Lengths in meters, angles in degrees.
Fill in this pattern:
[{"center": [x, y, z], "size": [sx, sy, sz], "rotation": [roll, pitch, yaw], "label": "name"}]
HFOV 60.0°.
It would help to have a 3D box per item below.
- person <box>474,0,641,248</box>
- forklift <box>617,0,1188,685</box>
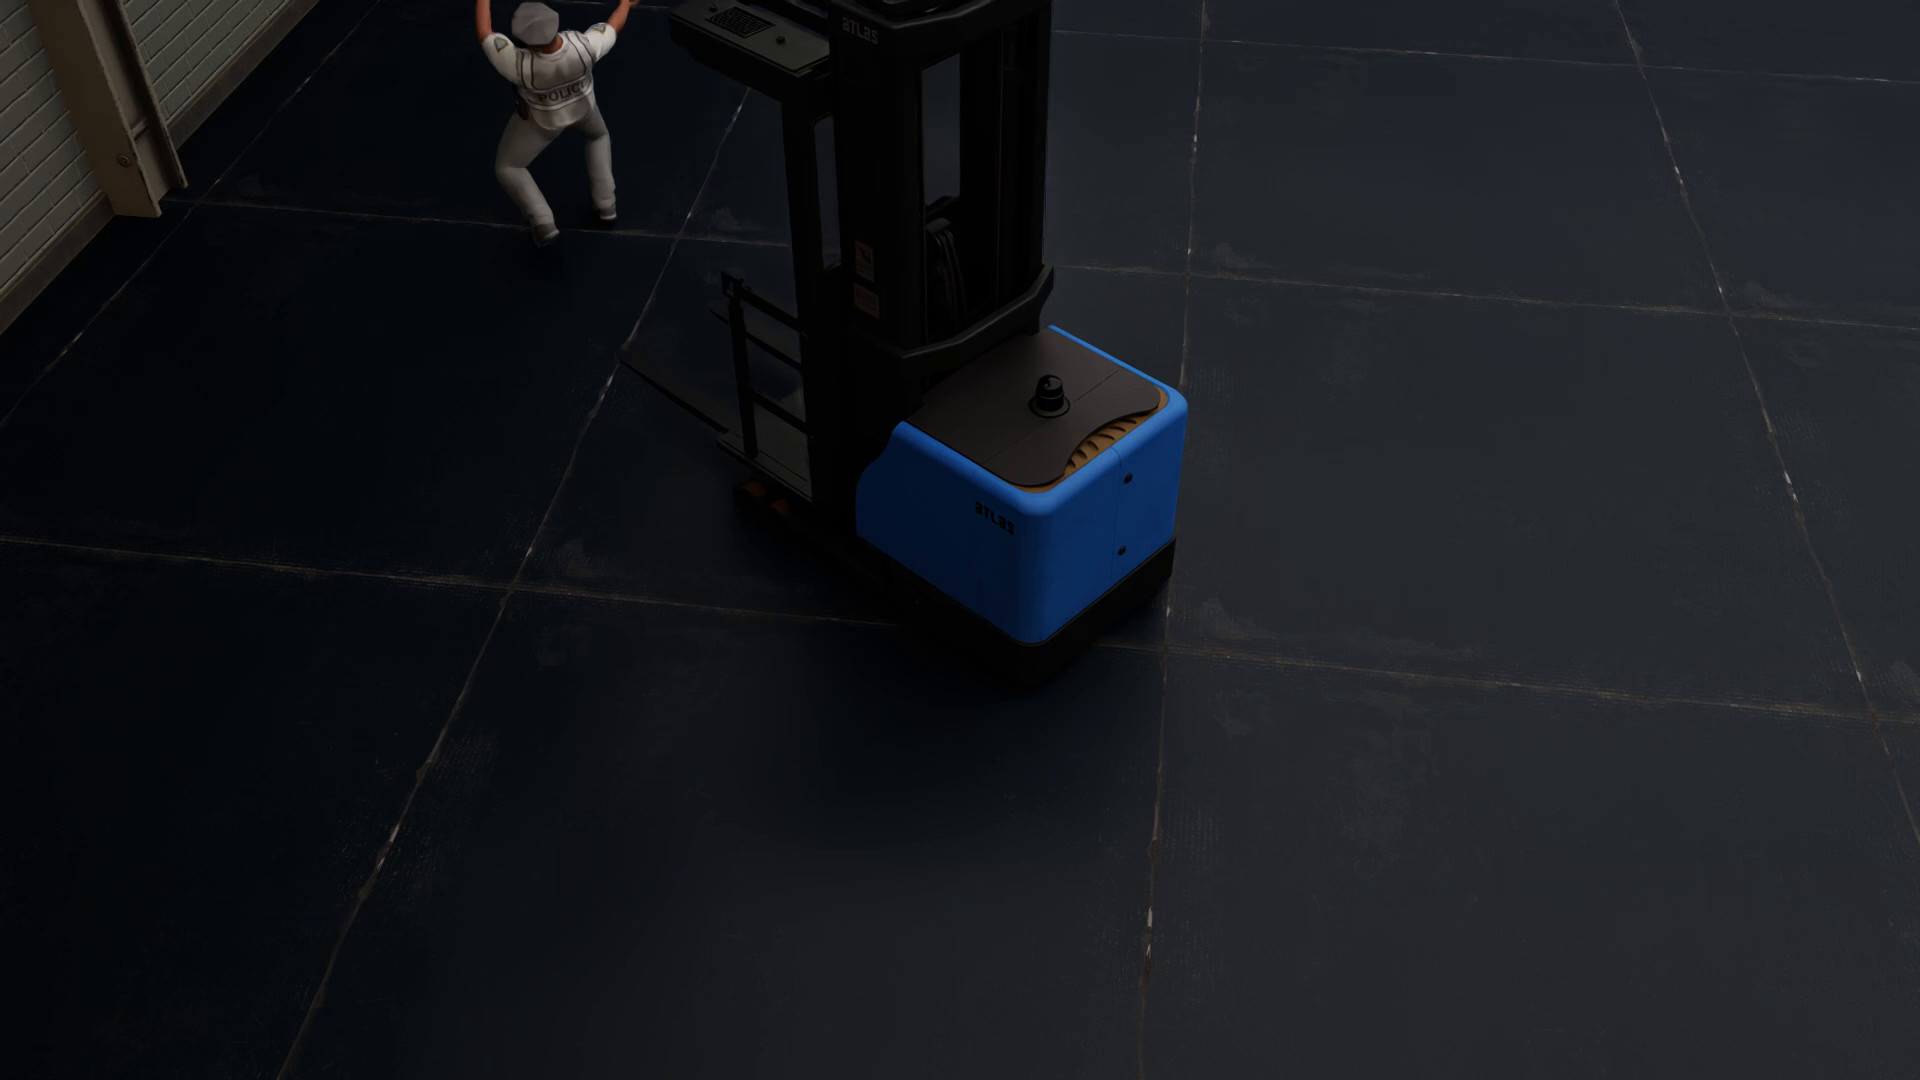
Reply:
[{"center": [-2.146, -2.516, 9.465], "size": [1.086, 1.558, 0.759], "rotation": [-31, 51, -29], "label": "person"}, {"center": [-0.446, -1.337, 7.180], "size": [3.031, 2.935, 1.130], "rotation": [32, 52, 30], "label": "forklift"}]
